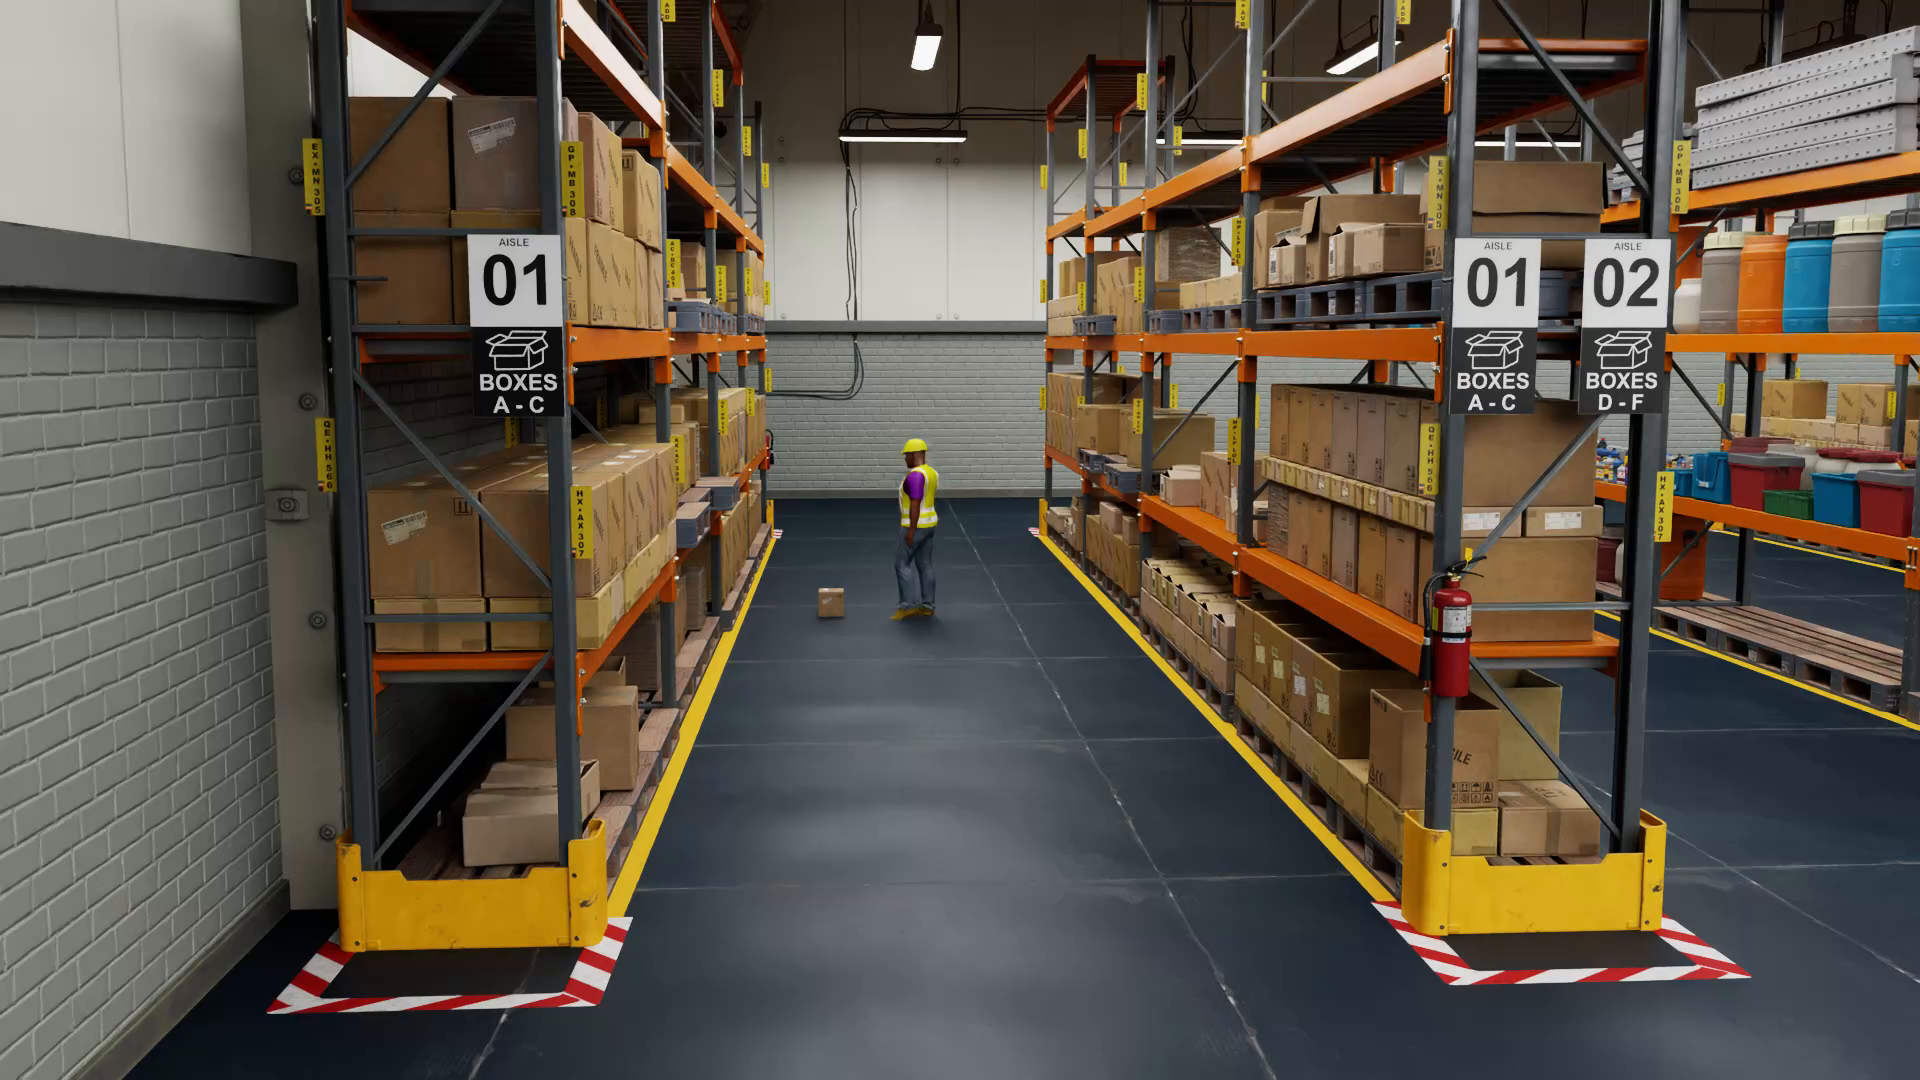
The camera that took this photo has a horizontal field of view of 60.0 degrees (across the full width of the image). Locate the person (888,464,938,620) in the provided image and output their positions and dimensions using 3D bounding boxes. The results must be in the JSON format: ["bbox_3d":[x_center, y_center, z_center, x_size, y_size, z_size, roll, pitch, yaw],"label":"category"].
[{"bbox_3d":[8.354,-0.312,12.402,19.833,3.238,0.516,3,7,25],"label":"person"}]
